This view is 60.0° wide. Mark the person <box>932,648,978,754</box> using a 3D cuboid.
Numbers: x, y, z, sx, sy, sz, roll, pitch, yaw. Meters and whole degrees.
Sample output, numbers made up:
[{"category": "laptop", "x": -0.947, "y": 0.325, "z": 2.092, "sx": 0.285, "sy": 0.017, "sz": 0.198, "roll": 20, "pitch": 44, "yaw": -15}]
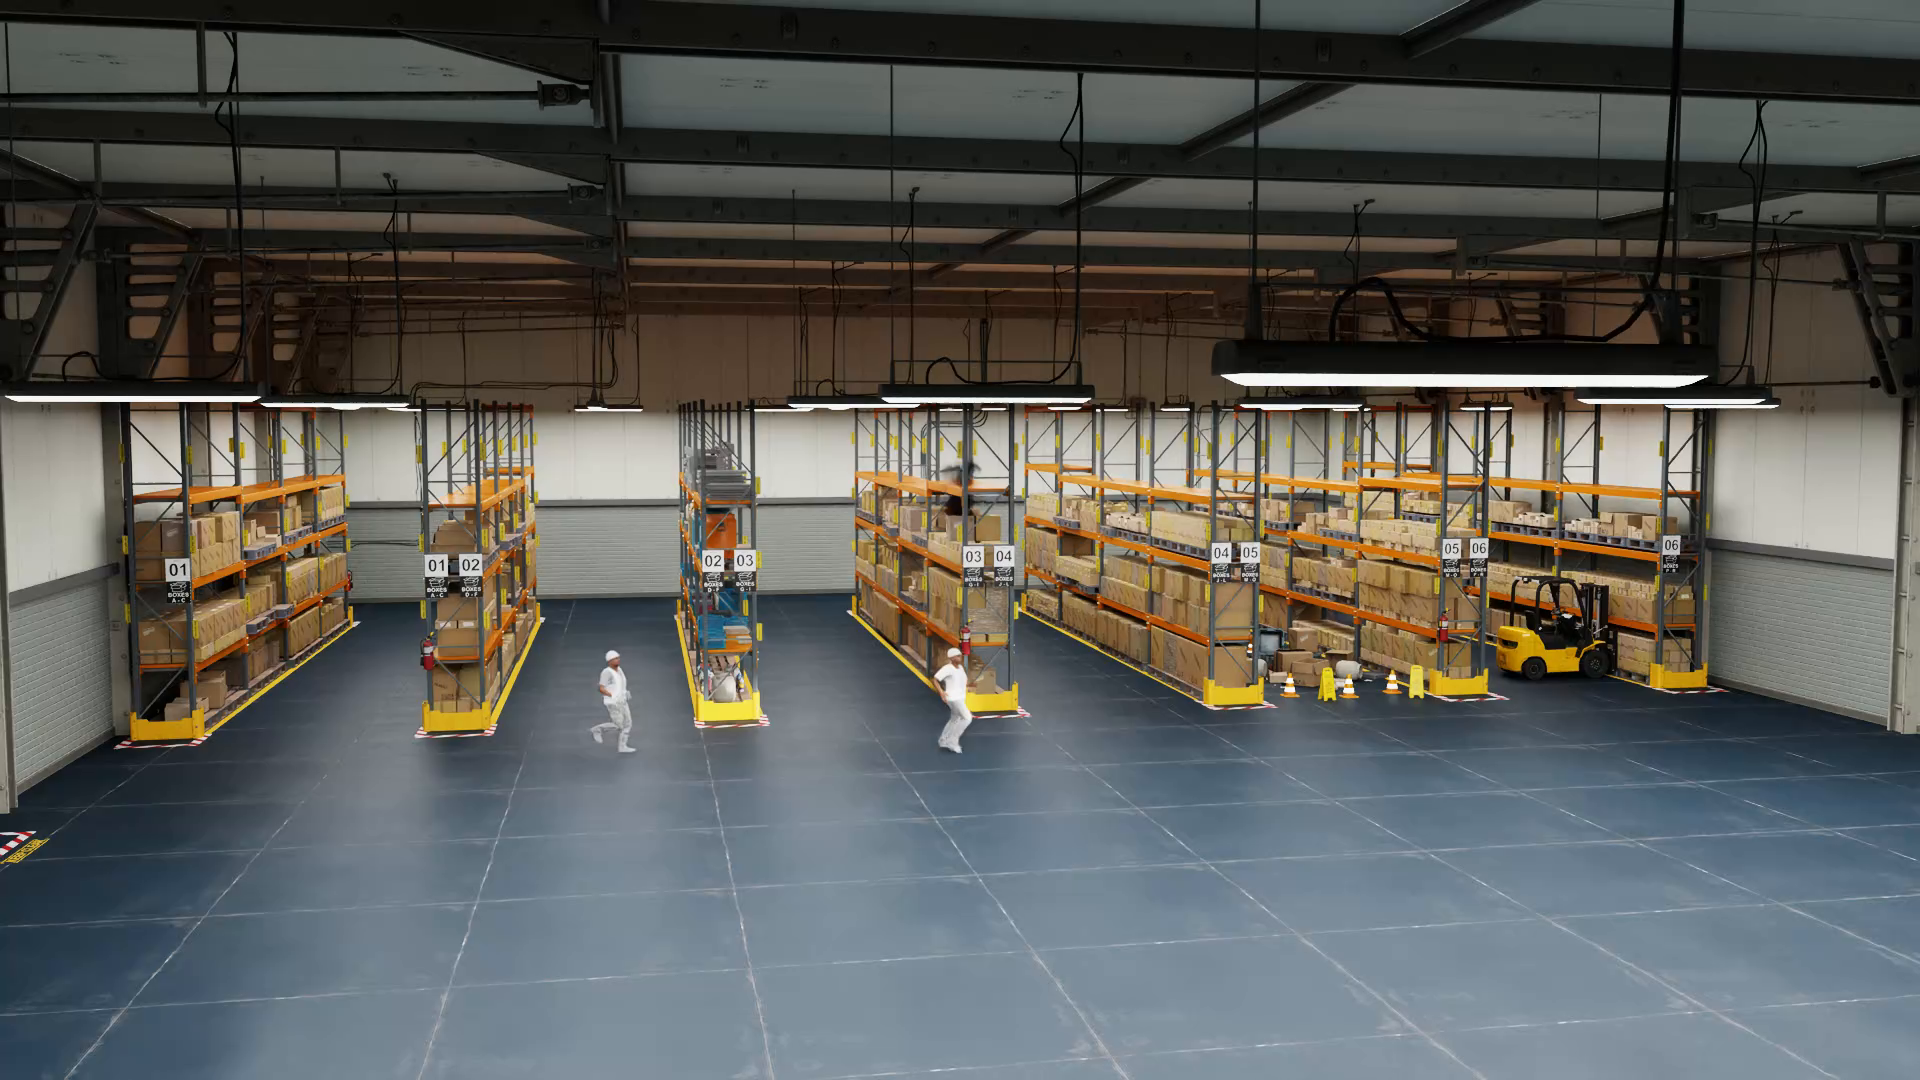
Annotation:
[{"category": "person", "x": -0.049, "y": 2.719, "z": 28.193, "sx": 0.710, "sy": 1.782, "sz": 0.677, "roll": 2, "pitch": 5, "yaw": 21}]

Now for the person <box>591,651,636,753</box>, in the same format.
[{"category": "person", "x": -5.854, "y": 2.741, "z": 28.172, "sx": 0.761, "sy": 1.744, "sz": 0.696, "roll": 1, "pitch": 4, "yaw": 14}]

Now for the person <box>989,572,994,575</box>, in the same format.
[{"category": "person", "x": 1.018, "y": 1.412, "z": 46.221, "sx": 0.564, "sy": 1.683, "sz": 0.836, "roll": 0, "pitch": 4, "yaw": -1}]

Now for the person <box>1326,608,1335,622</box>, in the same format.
[{"category": "person", "x": 9.792, "y": 1.517, "z": 44.125, "sx": 0.643, "sy": 1.743, "sz": 0.901, "roll": -1, "pitch": 4, "yaw": -16}]
